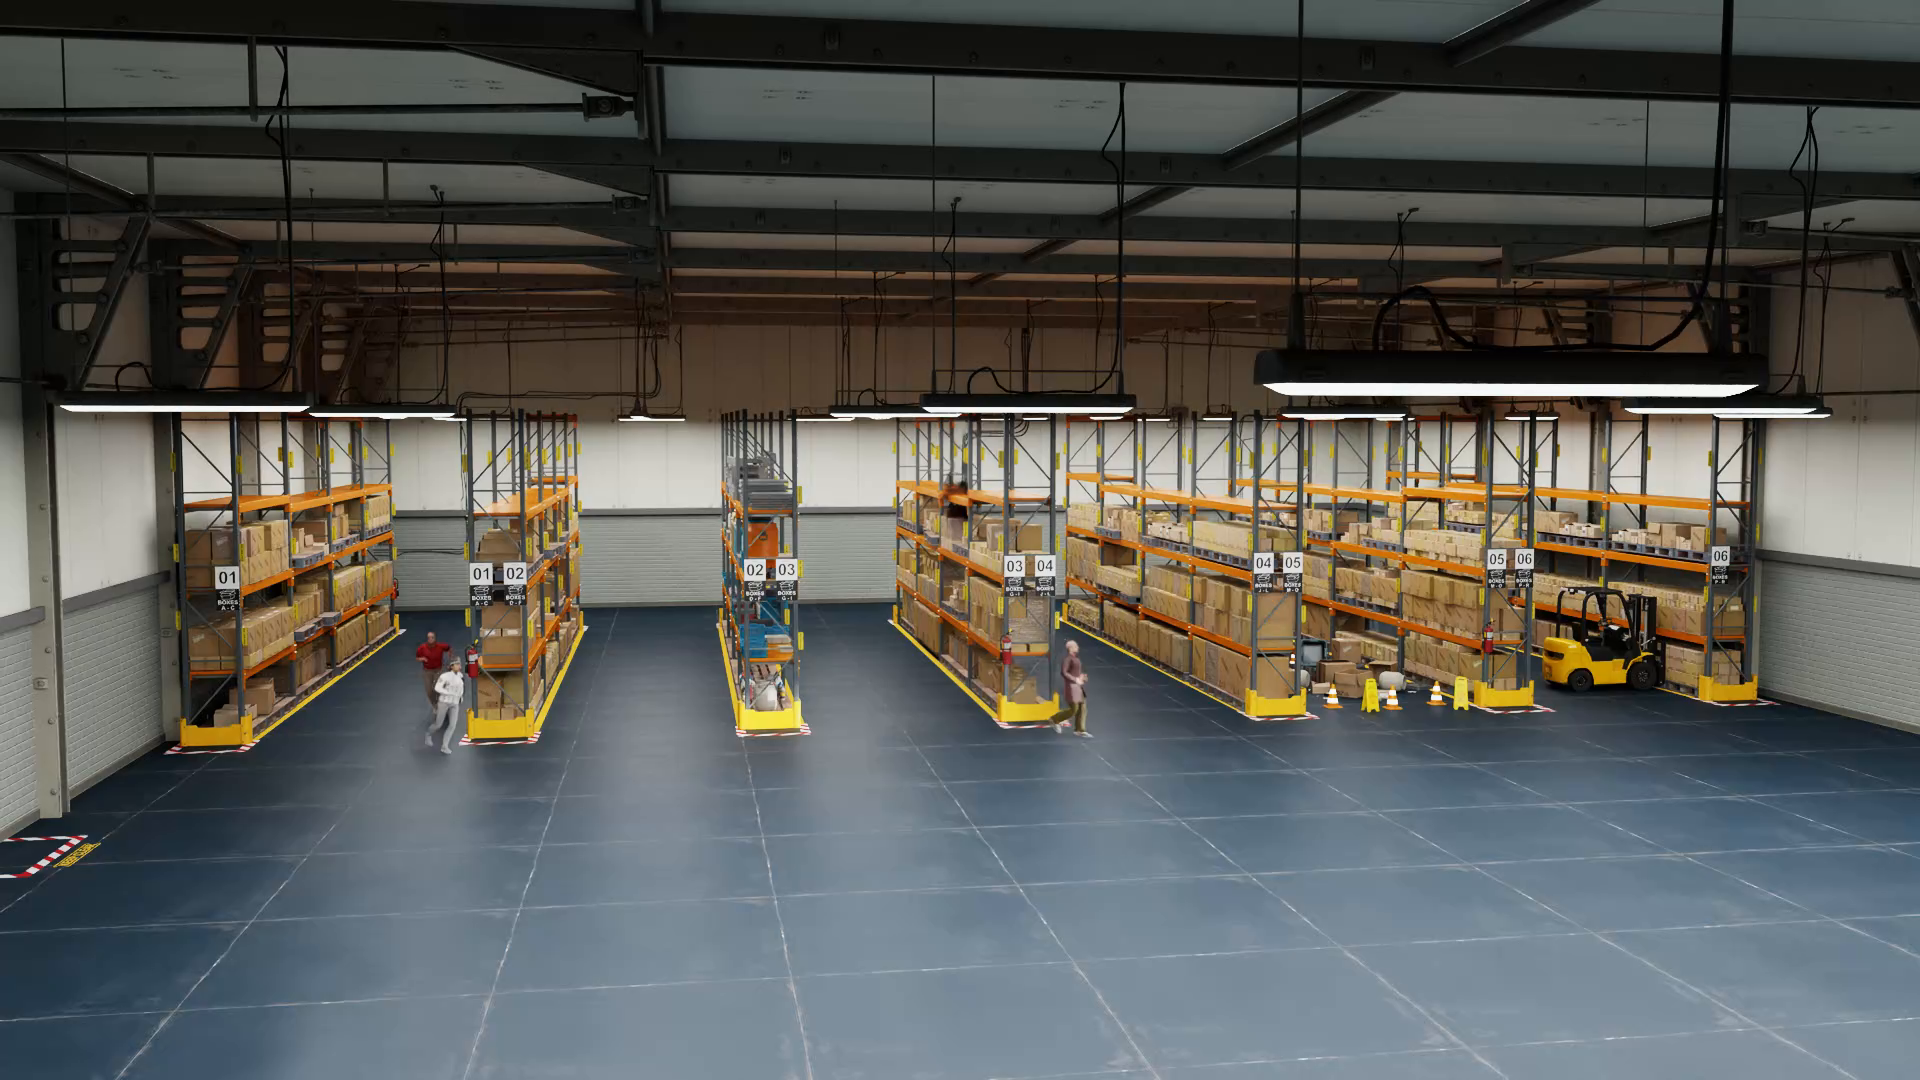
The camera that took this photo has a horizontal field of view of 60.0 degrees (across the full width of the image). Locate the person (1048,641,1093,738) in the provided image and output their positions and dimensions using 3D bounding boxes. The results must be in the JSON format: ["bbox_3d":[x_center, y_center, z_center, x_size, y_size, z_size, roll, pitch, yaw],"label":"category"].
[{"bbox_3d":[2.031,2.736,30.470,0.843,1.790,0.760,1,4,14],"label":"person"}]

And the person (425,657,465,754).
[{"bbox_3d":[-8.957,2.869,29.209,0.872,1.647,0.640,4,6,45],"label":"person"}]

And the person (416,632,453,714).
[{"bbox_3d":[-10.298,2.613,32.540,0.653,1.655,0.786,-1,4,-8],"label":"person"}]

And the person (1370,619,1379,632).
[{"bbox_3d":[10.896,1.754,44.182,0.677,1.823,0.738,-1,4,-14],"label":"person"}]
